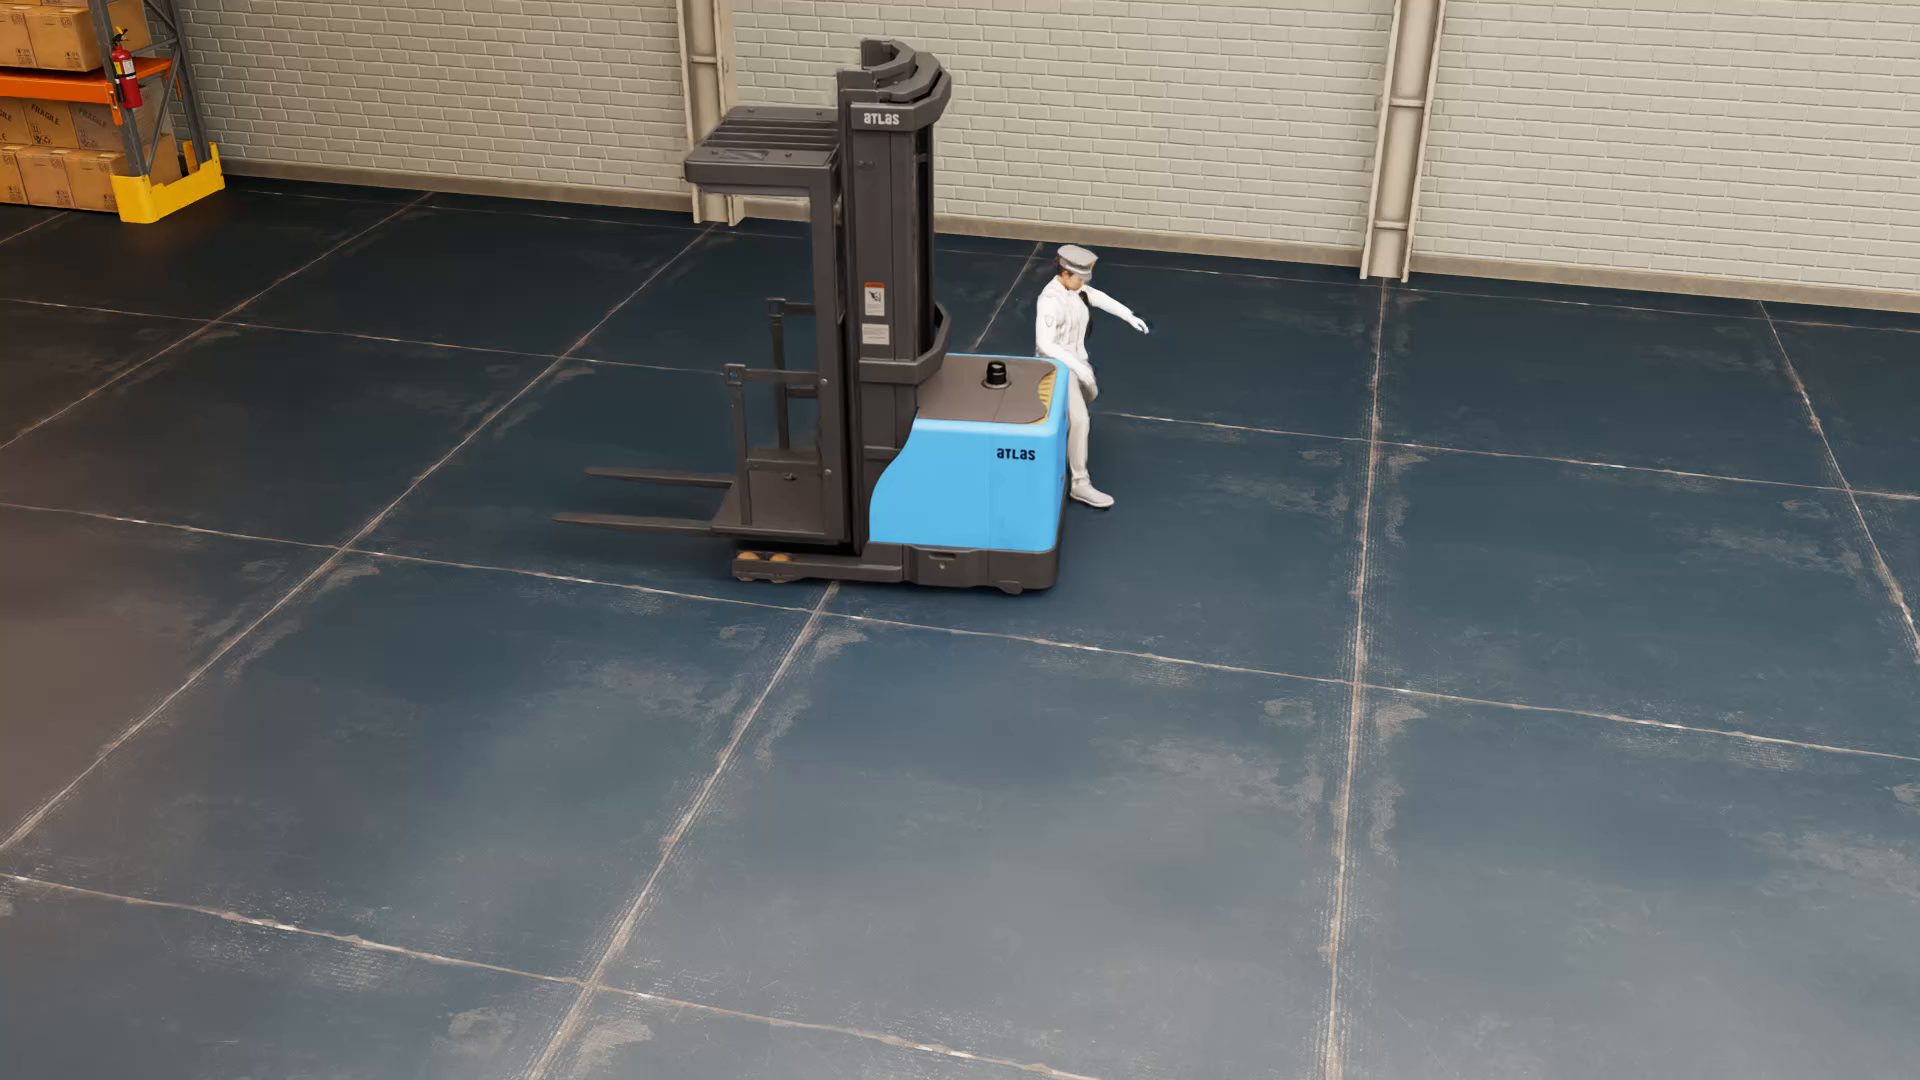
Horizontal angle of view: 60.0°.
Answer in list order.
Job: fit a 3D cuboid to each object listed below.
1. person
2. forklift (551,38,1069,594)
[{"bbox_3d":[0.790,-1.157,10.703,0.958,1.489,1.066,16,33,26],"label":"person"},{"bbox_3d":[-0.900,-1.276,9.422,3.031,2.935,1.130,4,30,6],"label":"forklift"}]
